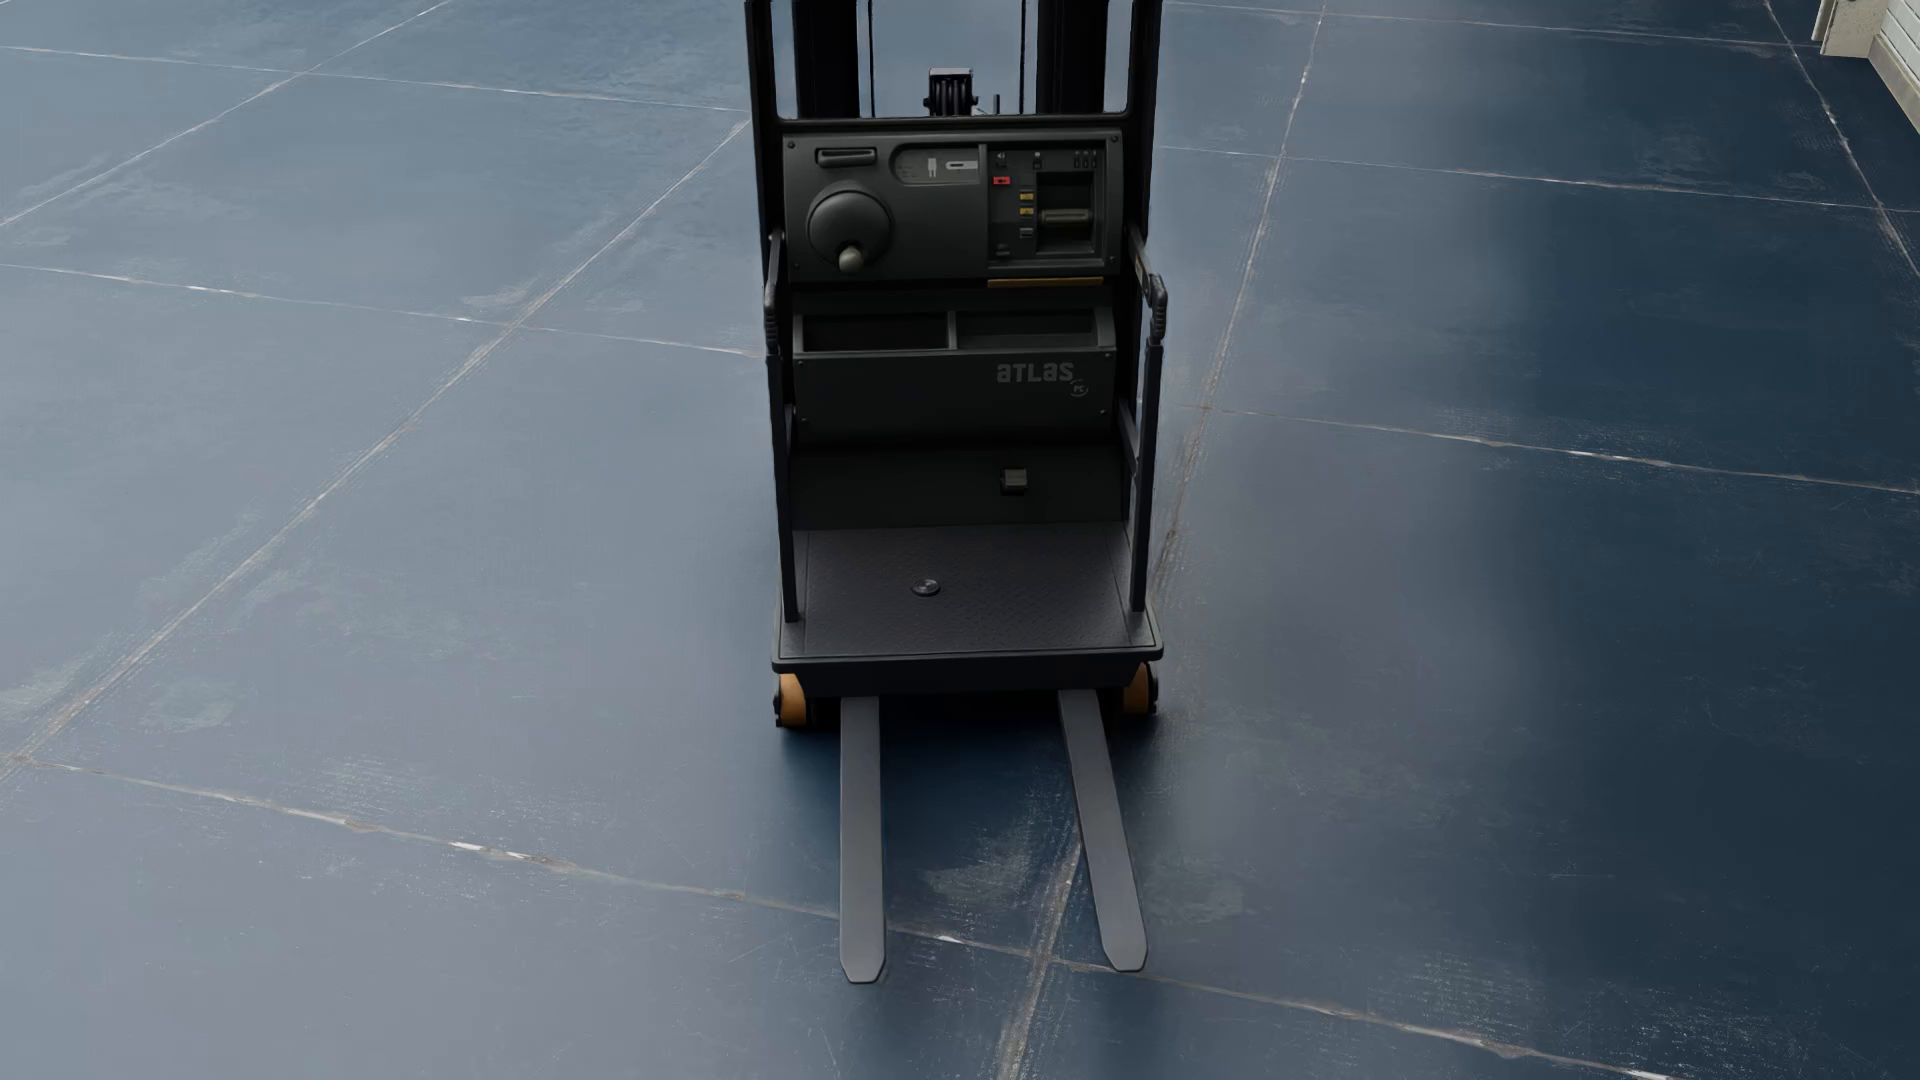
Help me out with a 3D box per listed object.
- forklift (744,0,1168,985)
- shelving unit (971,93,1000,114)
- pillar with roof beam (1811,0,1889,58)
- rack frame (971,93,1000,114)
[{"bbox_3d":[-0.002,-0.868,4.384,1.130,2.935,3.031,-2,32,-3],"label":"forklift"},{"bbox_3d":[-0.128,-1.093,6.351,0.503,1.200,0.258,-22,39,-31],"label":"shelving unit"},{"bbox_3d":[1.542,-7.567,9.265,9.100,9.000,0.400,8,33,12],"label":"pillar with roof beam"},{"bbox_3d":[0.067,-1.172,6.475,0.015,1.200,0.240,-22,39,-31],"label":"rack frame"}]
